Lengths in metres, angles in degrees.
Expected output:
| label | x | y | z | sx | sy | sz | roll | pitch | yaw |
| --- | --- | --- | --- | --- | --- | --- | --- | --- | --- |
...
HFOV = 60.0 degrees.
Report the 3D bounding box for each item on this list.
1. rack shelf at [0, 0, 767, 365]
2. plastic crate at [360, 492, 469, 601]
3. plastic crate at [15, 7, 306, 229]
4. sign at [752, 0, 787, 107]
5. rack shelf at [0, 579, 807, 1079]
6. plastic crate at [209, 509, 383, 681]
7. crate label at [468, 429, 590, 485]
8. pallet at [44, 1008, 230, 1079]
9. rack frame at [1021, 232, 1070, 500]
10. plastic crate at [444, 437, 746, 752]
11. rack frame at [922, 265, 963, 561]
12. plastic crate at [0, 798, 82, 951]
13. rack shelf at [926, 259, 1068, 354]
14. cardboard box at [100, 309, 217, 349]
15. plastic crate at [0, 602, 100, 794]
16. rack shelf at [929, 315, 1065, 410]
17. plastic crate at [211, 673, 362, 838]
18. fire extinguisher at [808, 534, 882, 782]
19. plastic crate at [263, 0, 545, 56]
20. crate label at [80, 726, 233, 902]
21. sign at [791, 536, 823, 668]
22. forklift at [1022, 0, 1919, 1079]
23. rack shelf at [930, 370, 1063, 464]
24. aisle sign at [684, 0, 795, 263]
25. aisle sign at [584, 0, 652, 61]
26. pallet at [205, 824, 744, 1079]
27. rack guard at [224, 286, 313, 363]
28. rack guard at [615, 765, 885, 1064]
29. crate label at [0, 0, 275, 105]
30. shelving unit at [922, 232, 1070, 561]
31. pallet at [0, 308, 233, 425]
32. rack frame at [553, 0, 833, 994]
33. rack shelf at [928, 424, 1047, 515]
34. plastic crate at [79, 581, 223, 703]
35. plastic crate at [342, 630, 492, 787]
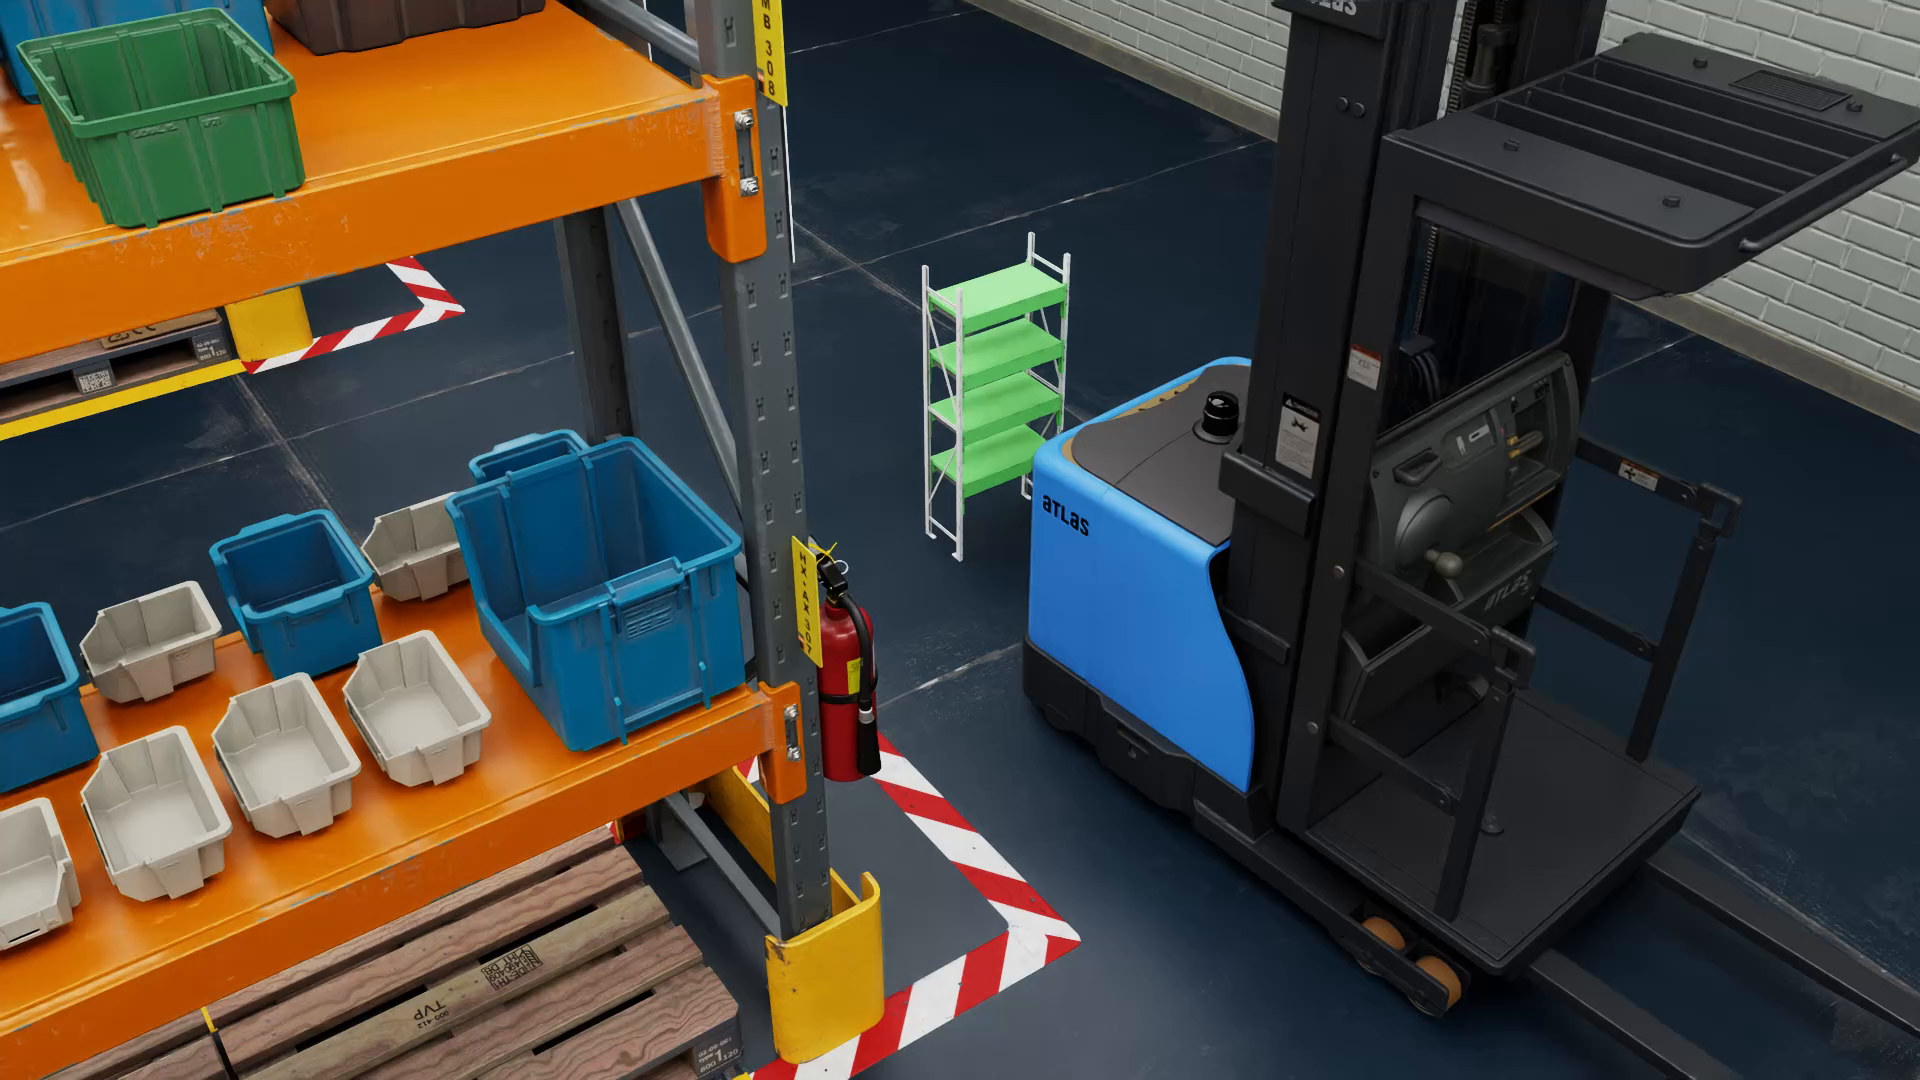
| label | x | y | z | sx | sy | sz | roll | pitch | yaw |
| --- | --- | --- | --- | --- | --- | --- | --- | --- | --- |
| rack shelf | -2.317 | -0.298 | 2.643 | 4.000 | 0.370 | 1.077 | -22 | 41 | -28 |
| plastic crate | -1.384 | 0.032 | 4.311 | 0.298 | 0.136 | 0.250 | -22 | 41 | -28 |
| plastic crate | -1.324 | -0.709 | 2.779 | 0.336 | 0.188 | 0.450 | -22 | 41 | -28 |
| sign | -0.352 | -0.963 | 3.041 | 0.005 | 0.325 | 0.100 | -22 | 41 | -28 |
| rack shelf | -2.317 | 0.920 | 3.518 | 4.000 | 0.370 | 1.077 | -22 | 41 | -28 |
| plastic crate | -1.612 | 0.146 | 4.070 | 0.300 | 0.233 | 0.416 | -22 | 41 | -28 |
| crate label | -1.074 | -0.076 | 4.378 | 0.303 | 0.233 | 0.416 | -22 | 41 | -28 |
| pallet | -2.375 | 1.754 | 4.131 | 1.213 | 0.211 | 1.003 | -22 | 41 | -28 |
| rack frame | 0.335 | -0.625 | 6.591 | 0.015 | 1.200 | 0.240 | -22 | 41 | -28 |
| plastic crate | -0.849 | 0.118 | 3.935 | 0.499 | 0.435 | 0.616 | -22 | 41 | -28 |
| rack frame | -0.064 | -0.461 | 6.363 | 0.015 | 1.200 | 0.240 | -22 | 41 | -28 |
| plastic crate | -1.935 | 0.703 | 3.378 | 0.250 | 0.136 | 0.298 | -22 | 41 | -28 |
| rack shelf | 0.135 | -0.881 | 6.234 | 0.480 | 0.148 | 0.258 | -22 | 41 | -28 |
| cardboard box | -3.836 | -1.274 | 7.716 | 0.500 | 0.500 | 0.500 | -22 | 41 | -28 |
| plastic crate | -2.150 | 0.367 | 3.762 | 0.300 | 0.233 | 0.416 | -22 | 41 | -28 |
| rack shelf | 0.135 | -0.686 | 6.374 | 0.480 | 0.148 | 0.258 | -22 | 41 | -28 |
| plastic crate | -1.490 | 0.489 | 3.676 | 0.243 | 0.136 | 0.396 | -22 | 41 | -28 |
| fire extinguisher | -0.298 | 0.304 | 4.144 | 0.183 | 0.674 | 0.296 | -22 | 41 | -28 |
| plastic crate | -1.158 | -1.213 | 3.411 | 0.590 | 0.269 | 0.497 | -22 | 41 | -28 |
| crate label | -1.704 | 0.594 | 3.529 | 0.243 | 0.136 | 0.396 | -22 | 41 | -28 |
| sign | -0.352 | 0.146 | 3.839 | 0.005 | 0.325 | 0.100 | -22 | 41 | -28 |
| forklift | 1.563 | -0.150 | 4.448 | 1.130 | 2.935 | 3.031 | -27 | 44 | -32 |
| rack shelf | 0.135 | -0.491 | 6.514 | 0.480 | 0.148 | 0.258 | -22 | 41 | -28 |
| aisle sign | -0.455 | -0.985 | 3.324 | 0.004 | 0.787 | 0.394 | -22 | 41 | -28 |
| aisle sign | -0.795 | -1.266 | 3.715 | 0.004 | 0.787 | 0.394 | -22 | 41 | -28 |
| pallet | -1.379 | 1.346 | 4.698 | 1.213 | 0.211 | 1.003 | -22 | 41 | -28 |
| rack guard | -3.595 | -1.370 | 8.227 | 0.348 | 0.500 | 1.175 | -22 | 41 | -28 |
| rack guard | -0.670 | 0.955 | 4.993 | 0.348 | 0.500 | 1.175 | -22 | 41 | -28 |
| crate label | -1.623 | -1.046 | 3.194 | 0.502 | 0.251 | 0.408 | -22 | 41 | -28 |
| shelving unit | 0.135 | -0.543 | 6.477 | 0.503 | 1.200 | 0.258 | -22 | 41 | -28 |
| pallet | -4.246 | -0.984 | 7.938 | 1.213 | 0.211 | 1.003 | -22 | 41 | -28 |
| rack frame | -0.683 | -0.045 | 4.244 | 0.127 | 3.000 | 1.000 | -22 | 41 | -28 |
| rack shelf | 0.135 | -0.296 | 6.655 | 0.480 | 0.148 | 0.258 | -22 | 41 | -28 |
| plastic crate | -1.938 | 0.260 | 3.994 | 0.298 | 0.136 | 0.250 | -22 | 41 | -28 |
| plastic crate | -1.245 | 0.398 | 3.802 | 0.243 | 0.136 | 0.396 | -22 | 41 | -28 |
